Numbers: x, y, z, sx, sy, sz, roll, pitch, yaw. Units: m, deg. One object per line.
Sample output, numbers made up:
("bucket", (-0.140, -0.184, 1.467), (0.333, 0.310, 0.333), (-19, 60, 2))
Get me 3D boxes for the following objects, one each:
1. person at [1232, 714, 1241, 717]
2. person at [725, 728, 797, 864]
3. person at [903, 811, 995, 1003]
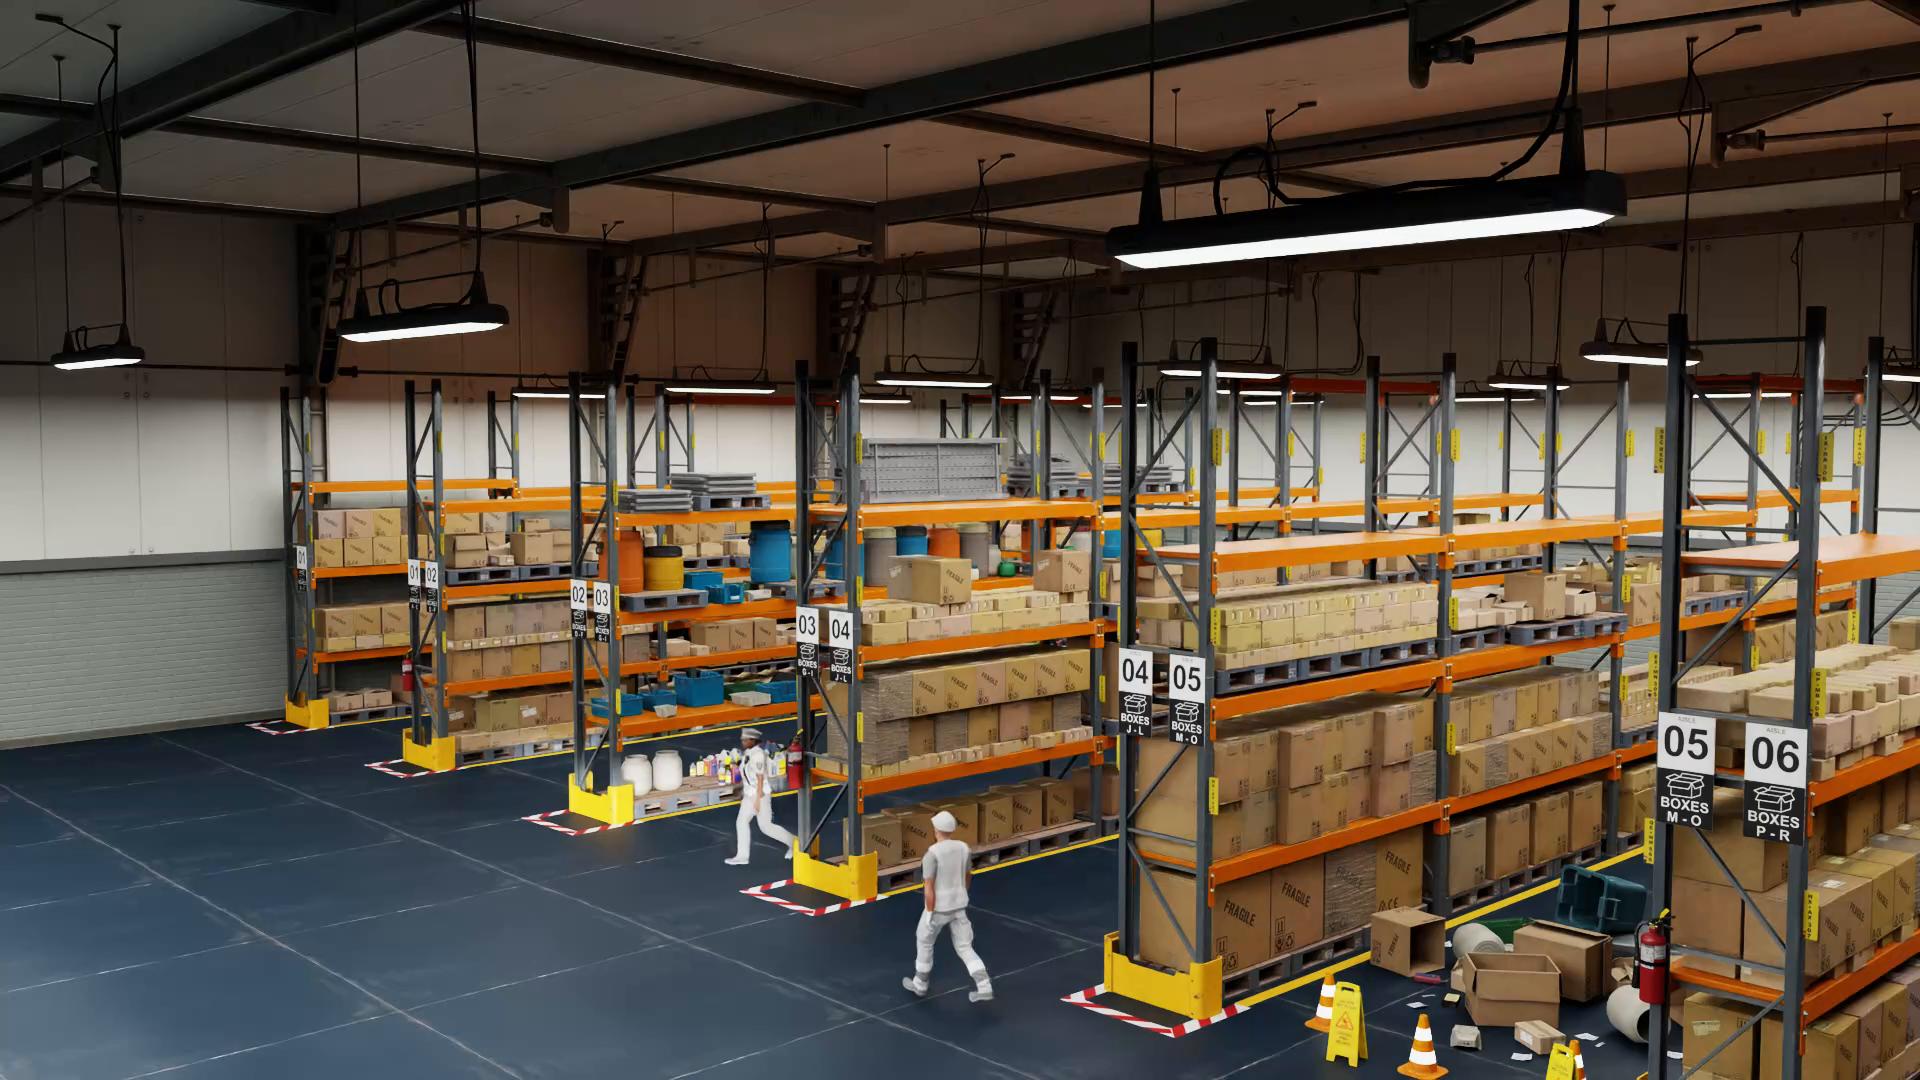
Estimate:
("person", (3.416, 2.986, 20.350), (0.477, 1.765, 0.589), (-3, 5, -38))
("person", (-2.390, 3.065, 19.984), (0.902, 1.637, 0.482), (-2, 4, -25))
("person", (-0.122, 3.327, 15.048), (0.537, 1.748, 1.075), (-3, 5, -40))
